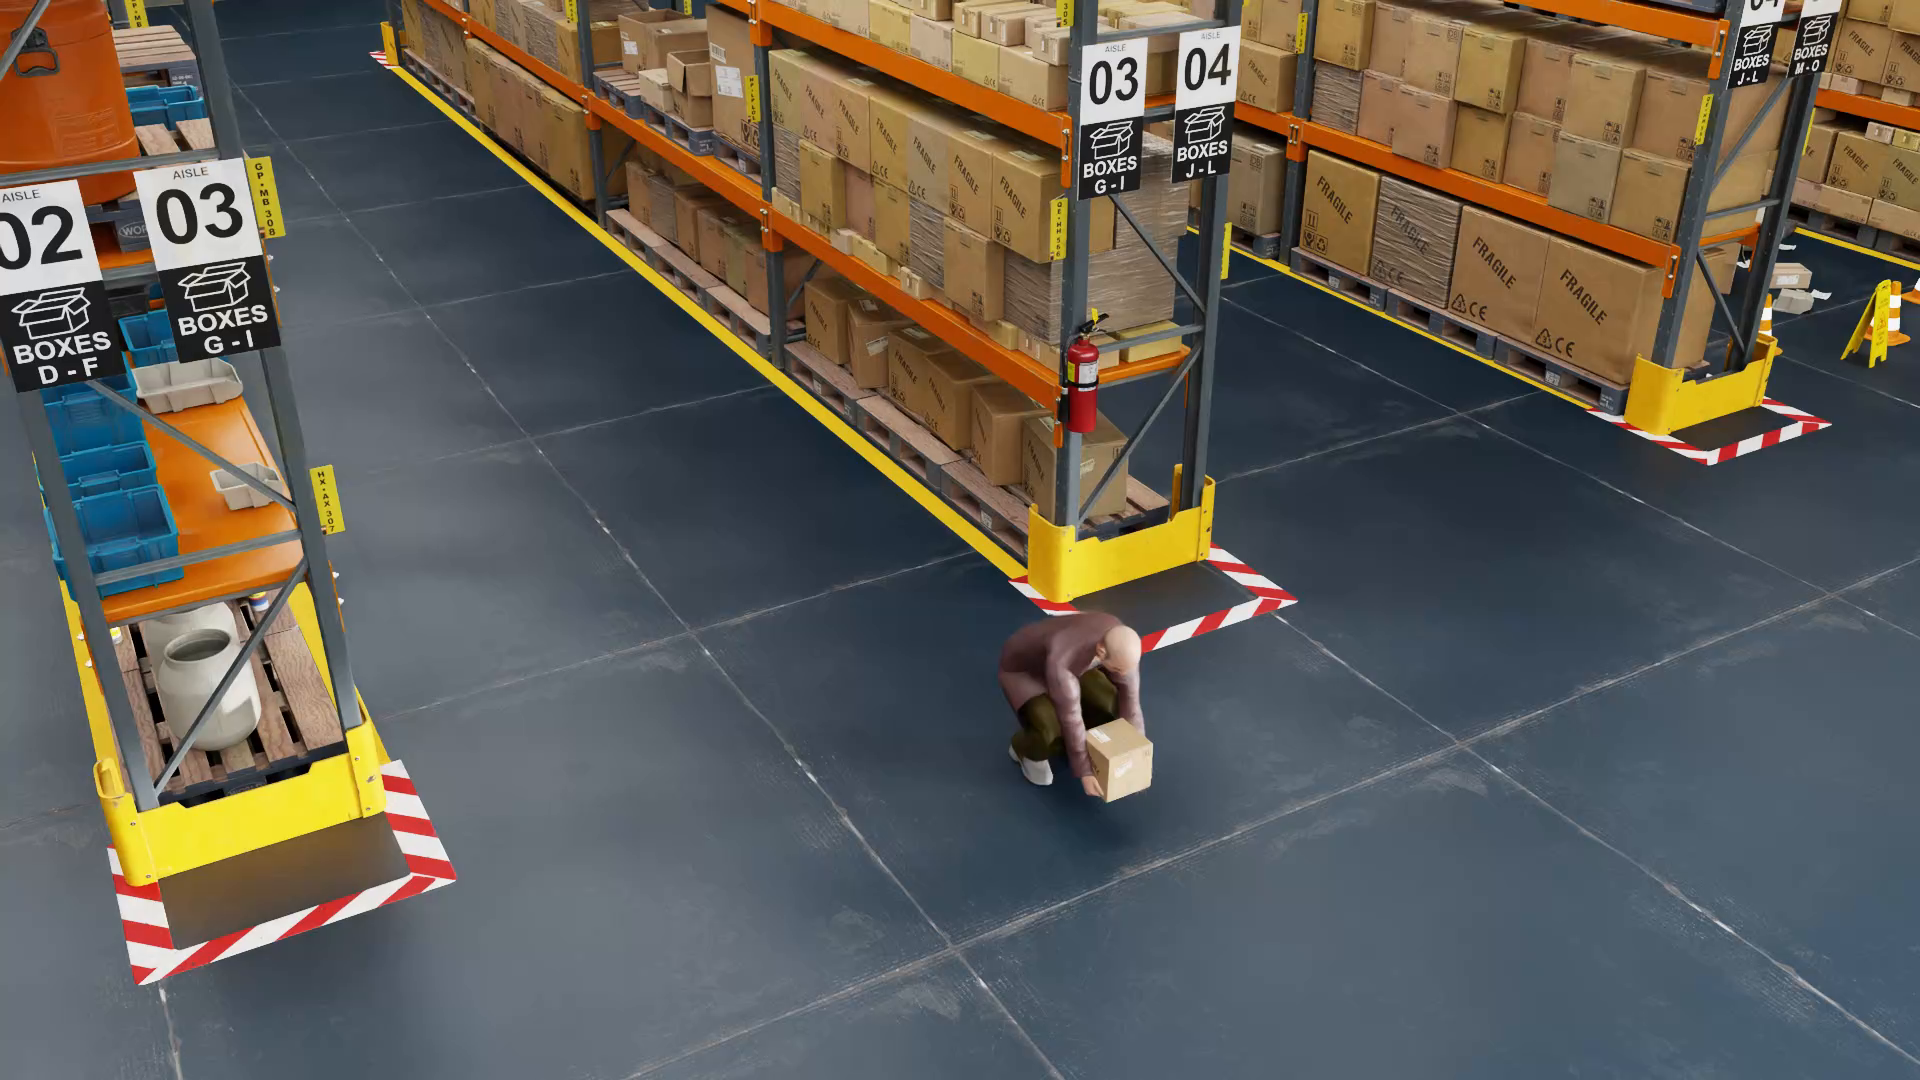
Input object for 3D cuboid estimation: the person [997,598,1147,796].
[{"bbox_3d":[0.549,0.743,8.045,0.583,0.992,0.937,-17,33,-28],"label":"person"}]
